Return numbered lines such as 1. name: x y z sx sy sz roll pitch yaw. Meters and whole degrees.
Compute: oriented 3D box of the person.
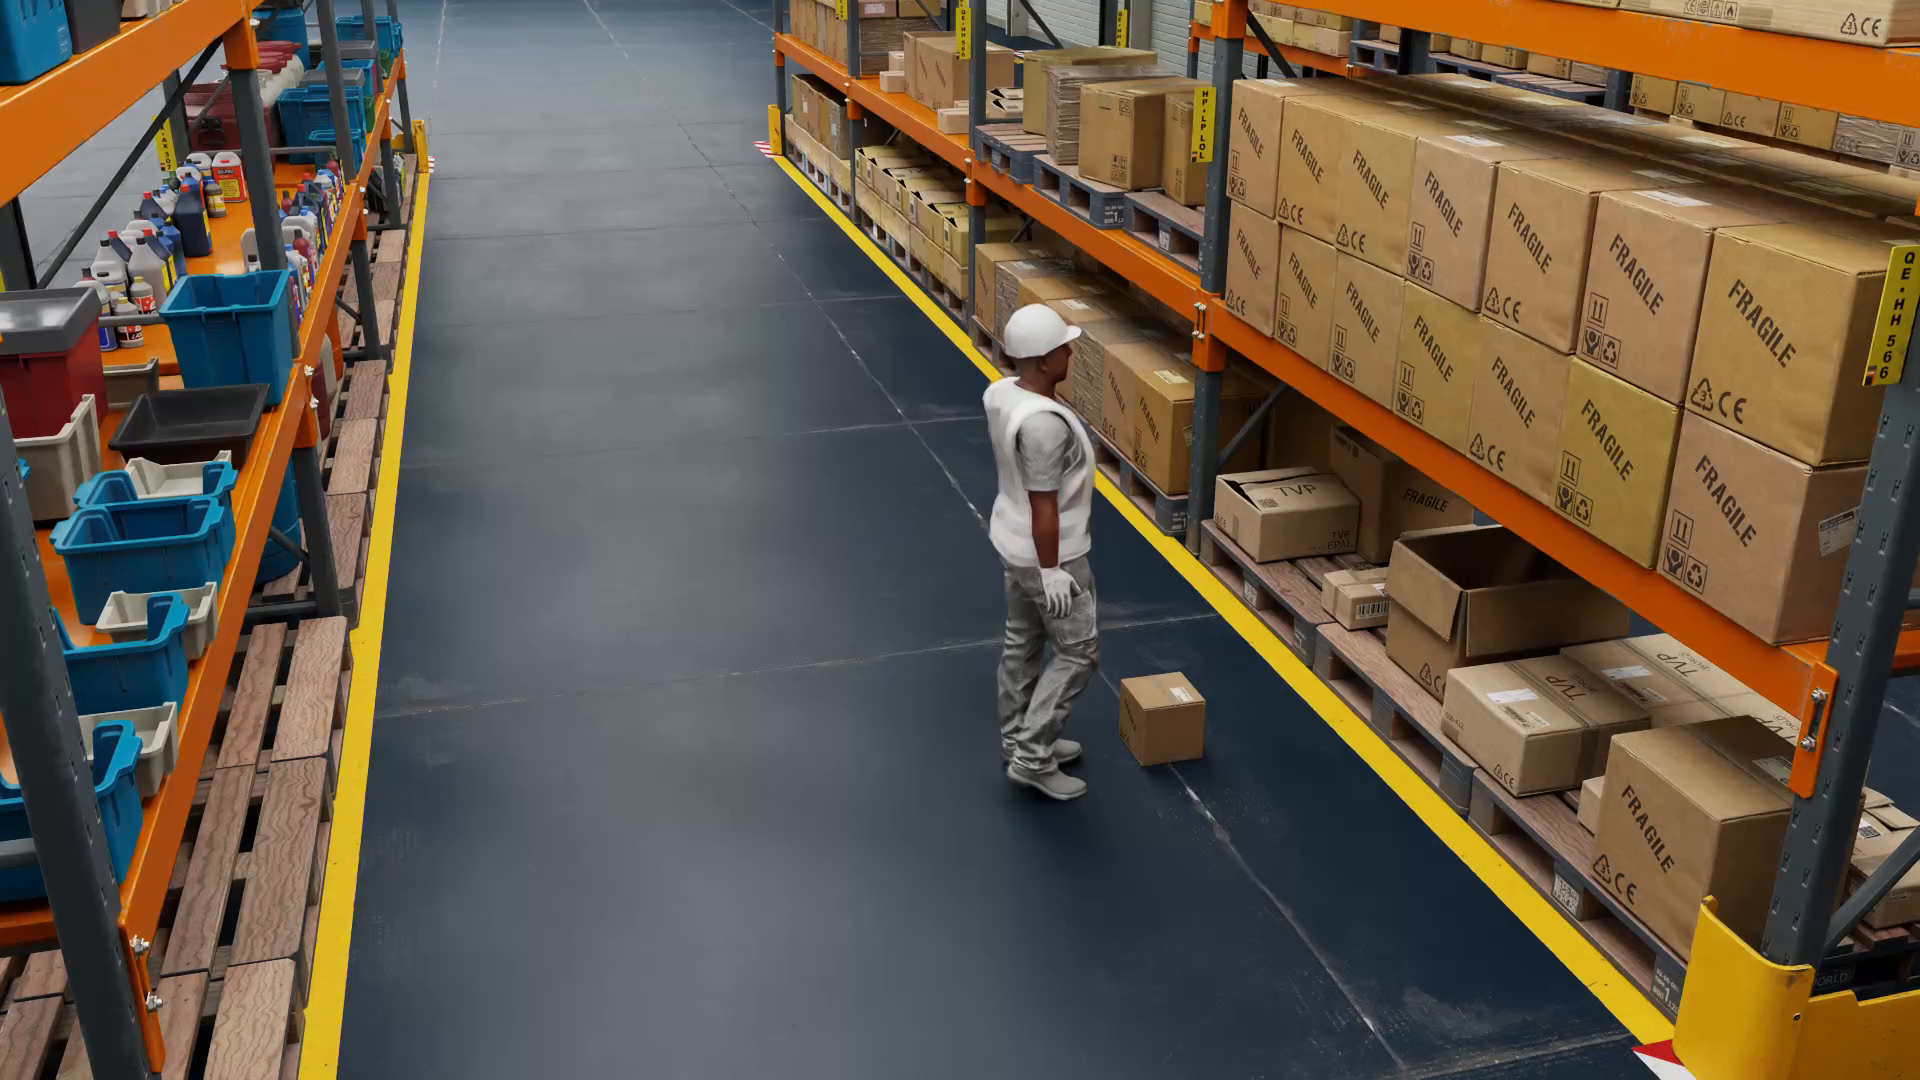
1. person: 0.293 0.031 5.989 0.359 1.792 0.575 -6 24 -15
